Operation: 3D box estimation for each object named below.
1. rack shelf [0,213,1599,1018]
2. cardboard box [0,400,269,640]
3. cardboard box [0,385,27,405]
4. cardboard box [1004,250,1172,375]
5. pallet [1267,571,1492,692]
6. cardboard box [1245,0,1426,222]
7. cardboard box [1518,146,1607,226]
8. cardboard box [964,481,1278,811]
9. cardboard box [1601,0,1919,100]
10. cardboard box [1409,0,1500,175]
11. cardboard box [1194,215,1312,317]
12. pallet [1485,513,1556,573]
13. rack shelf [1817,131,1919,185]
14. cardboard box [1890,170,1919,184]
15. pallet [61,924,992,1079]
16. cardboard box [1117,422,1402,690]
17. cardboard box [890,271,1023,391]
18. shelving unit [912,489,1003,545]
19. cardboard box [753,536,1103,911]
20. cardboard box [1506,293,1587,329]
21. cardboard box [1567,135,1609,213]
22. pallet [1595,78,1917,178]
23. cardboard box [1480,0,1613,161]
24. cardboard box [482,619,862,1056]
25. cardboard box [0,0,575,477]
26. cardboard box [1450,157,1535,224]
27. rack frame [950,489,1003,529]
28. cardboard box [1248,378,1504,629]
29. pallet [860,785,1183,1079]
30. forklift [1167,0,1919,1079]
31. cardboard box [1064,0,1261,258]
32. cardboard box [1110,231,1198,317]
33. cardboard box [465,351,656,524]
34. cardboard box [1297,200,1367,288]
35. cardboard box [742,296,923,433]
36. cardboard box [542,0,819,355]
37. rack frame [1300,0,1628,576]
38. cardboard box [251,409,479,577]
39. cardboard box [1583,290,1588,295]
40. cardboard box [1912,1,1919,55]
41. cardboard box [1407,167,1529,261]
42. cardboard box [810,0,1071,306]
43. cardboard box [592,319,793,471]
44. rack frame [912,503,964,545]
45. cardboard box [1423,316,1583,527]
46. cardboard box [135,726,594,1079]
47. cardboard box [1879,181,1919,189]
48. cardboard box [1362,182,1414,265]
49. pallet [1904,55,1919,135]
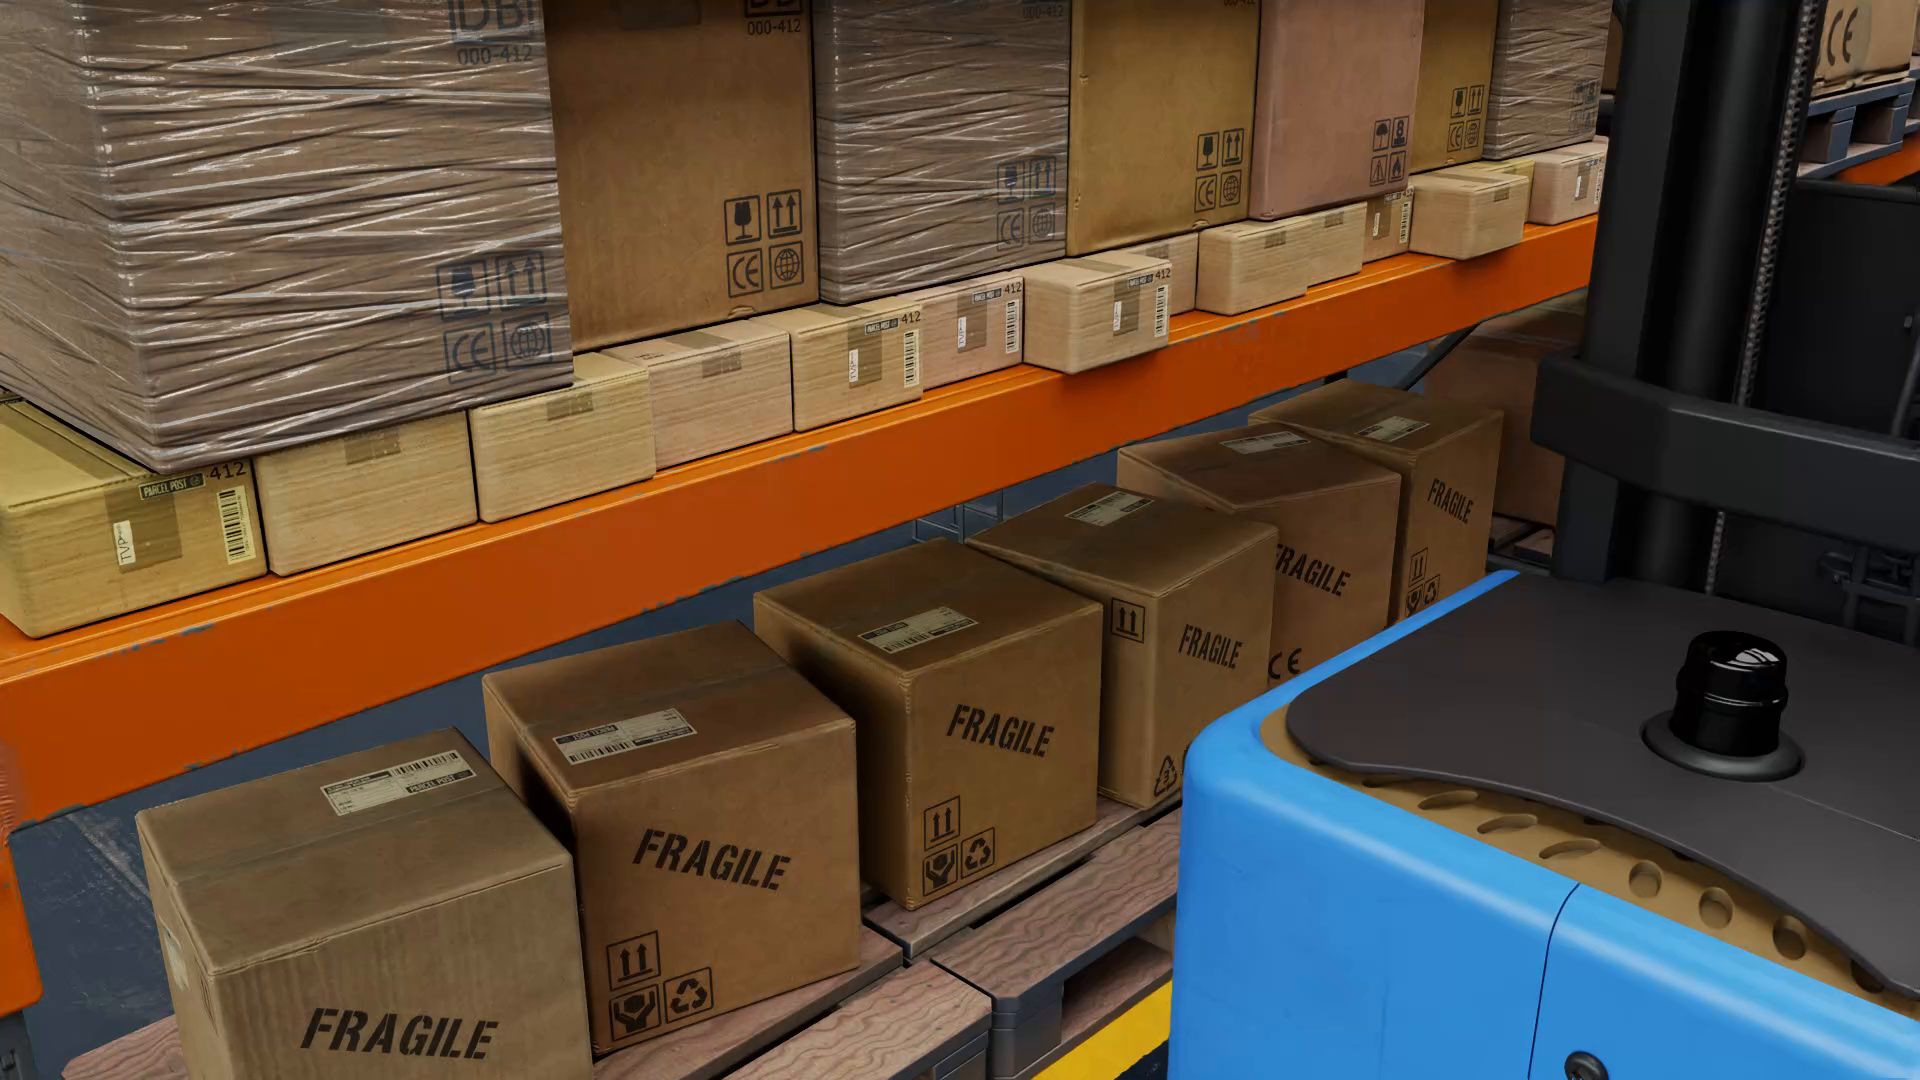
[{"bbox_3d":[0.039,-0.326,3.245,1.077,0.370,4.000,19,28,41],"label":"rack shelf"},{"bbox_3d":[-0.986,-0.044,1.859,0.380,0.149,0.250,19,28,41],"label":"cardboard box"},{"bbox_3d":[-1.305,-0.156,2.149,0.380,0.149,0.250,19,28,41],"label":"cardboard box"},{"bbox_3d":[0.130,-0.406,2.799,0.380,0.149,0.250,19,28,41],"label":"cardboard box"},{"bbox_3d":[0.991,0.307,4.482,1.003,0.211,1.213,19,28,41],"label":"pallet"},{"bbox_3d":[0.426,-0.988,3.411,0.875,0.500,0.500,19,28,41],"label":"cardboard box"},{"bbox_3d":[1.314,-0.868,4.003,0.380,0.149,0.250,19,28,41],"label":"cardboard box"},{"bbox_3d":[0.356,0.216,3.731,0.500,0.500,0.500,16,26,36],"label":"cardboard box"},{"bbox_3d":[2.089,-1.822,4.711,1.000,1.000,1.000,19,28,41],"label":"cardboard box"},{"bbox_3d":[0.702,-1.142,3.811,0.875,0.500,0.500,19,28,41],"label":"cardboard box"},{"bbox_3d":[0.438,-0.548,3.170,0.380,0.149,0.250,19,28,41],"label":"cardboard box"},{"bbox_3d":[1.977,-0.075,5.476,1.003,0.211,1.213,19,28,41],"label":"pallet"},{"bbox_3d":[2.830,-1.355,5.921,1.077,0.370,4.000,19,28,41],"label":"rack shelf"},{"bbox_3d":[3.779,-1.413,6.896,0.500,0.250,0.500,-19,28,-40],"label":"cardboard box"},{"bbox_3d":[-0.711,0.934,2.850,1.003,0.211,1.213,19,28,41],"label":"pallet"},{"bbox_3d":[0.733,0.036,4.198,0.500,0.500,0.500,-11,23,-25],"label":"cardboard box"},{"bbox_3d":[-0.119,-0.367,2.700,0.380,0.149,0.250,19,28,41],"label":"cardboard box"},{"bbox_3d":[-0.010,-0.556,5.350,0.258,1.200,0.189,19,28,41],"label":"shelving unit"},{"bbox_3d":[-0.065,0.348,3.387,0.500,0.500,0.500,-17,27,-37],"label":"cardboard box"},{"bbox_3d":[2.225,-0.485,5.527,0.700,0.500,0.500,19,28,40],"label":"cardboard box"},{"bbox_3d":[1.495,-0.930,4.164,0.380,0.149,0.250,19,28,41],"label":"cardboard box"},{"bbox_3d":[2.072,-1.247,4.905,1.003,0.211,1.213,19,28,41],"label":"pallet"},{"bbox_3d":[1.076,-1.262,4.122,0.875,0.500,0.500,19,28,41],"label":"cardboard box"},{"bbox_3d":[-0.516,0.504,2.981,0.500,0.500,0.500,-12,24,-28],"label":"cardboard box"},{"bbox_3d":[-0.952,-0.468,2.057,0.875,0.500,0.500,19,28,41],"label":"cardboard box"},{"bbox_3d":[1.097,-0.819,3.875,0.380,0.149,0.250,19,28,41],"label":"cardboard box"},{"bbox_3d":[0.054,-0.580,5.411,0.240,1.200,0.006,19,28,41],"label":"rack frame"},{"bbox_3d":[1.127,-0.113,4.586,0.500,0.500,0.500,18,28,39],"label":"cardboard box"},{"bbox_3d":[0.140,0.622,3.662,1.003,0.211,1.213,19,28,41],"label":"pallet"},{"bbox_3d":[1.656,-0.384,2.489,3.031,2.935,1.130,-20,28,-41],"label":"forklift"},{"bbox_3d":[0.047,-0.870,3.103,0.875,0.500,0.500,19,28,41],"label":"cardboard box"},{"bbox_3d":[0.209,-0.503,3.053,0.380,0.149,0.250,19,28,41],"label":"cardboard box"},{"bbox_3d":[-0.613,-0.164,2.171,0.380,0.149,0.250,19,28,41],"label":"cardboard box"},{"bbox_3d":[0.588,-0.621,3.360,0.380,0.149,0.250,19,28,41],"label":"cardboard box"},{"bbox_3d":[-0.274,-0.296,2.515,0.380,0.149,0.250,19,28,41],"label":"cardboard box"},{"bbox_3d":[-0.690,-0.627,2.470,0.875,0.500,0.500,19,28,41],"label":"cardboard box"},{"bbox_3d":[1.435,-1.176,4.454,1.000,3.000,0.127,19,28,41],"label":"rack frame"},{"bbox_3d":[-0.798,-0.104,2.014,0.380,0.149,0.250,19,28,41],"label":"cardboard box"},{"bbox_3d":[2.615,-0.629,5.901,0.700,0.500,0.500,16,26,36],"label":"cardboard box"},{"bbox_3d":[3.255,-1.842,5.787,0.396,0.266,0.258,18,28,39],"label":"cardboard box"},{"bbox_3d":[1.002,-0.727,3.635,0.380,0.149,0.250,19,28,41],"label":"cardboard box"},{"bbox_3d":[-0.310,-0.744,2.776,0.875,0.500,0.500,19,28,41],"label":"cardboard box"},{"bbox_3d":[-0.453,-0.234,2.352,0.380,0.149,0.250,19,28,41],"label":"cardboard box"},{"bbox_3d":[-0.074,-0.533,5.288,0.240,1.200,0.006,19,28,41],"label":"rack frame"},{"bbox_3d":[1.878,-0.367,5.220,0.700,0.500,0.500,17,27,37],"label":"cardboard box"},{"bbox_3d":[-0.908,0.666,2.559,0.500,0.500,0.500,-14,25,-32],"label":"cardboard box"},{"bbox_3d":[3.416,-1.274,6.535,0.500,0.250,0.500,-16,26,-36],"label":"cardboard box"},{"bbox_3d":[0.733,-0.696,3.554,0.380,0.149,0.250,19,28,41],"label":"cardboard box"},{"bbox_3d":[2.873,-1.596,5.813,1.003,0.211,1.213,19,28,41],"label":"pallet"}]
